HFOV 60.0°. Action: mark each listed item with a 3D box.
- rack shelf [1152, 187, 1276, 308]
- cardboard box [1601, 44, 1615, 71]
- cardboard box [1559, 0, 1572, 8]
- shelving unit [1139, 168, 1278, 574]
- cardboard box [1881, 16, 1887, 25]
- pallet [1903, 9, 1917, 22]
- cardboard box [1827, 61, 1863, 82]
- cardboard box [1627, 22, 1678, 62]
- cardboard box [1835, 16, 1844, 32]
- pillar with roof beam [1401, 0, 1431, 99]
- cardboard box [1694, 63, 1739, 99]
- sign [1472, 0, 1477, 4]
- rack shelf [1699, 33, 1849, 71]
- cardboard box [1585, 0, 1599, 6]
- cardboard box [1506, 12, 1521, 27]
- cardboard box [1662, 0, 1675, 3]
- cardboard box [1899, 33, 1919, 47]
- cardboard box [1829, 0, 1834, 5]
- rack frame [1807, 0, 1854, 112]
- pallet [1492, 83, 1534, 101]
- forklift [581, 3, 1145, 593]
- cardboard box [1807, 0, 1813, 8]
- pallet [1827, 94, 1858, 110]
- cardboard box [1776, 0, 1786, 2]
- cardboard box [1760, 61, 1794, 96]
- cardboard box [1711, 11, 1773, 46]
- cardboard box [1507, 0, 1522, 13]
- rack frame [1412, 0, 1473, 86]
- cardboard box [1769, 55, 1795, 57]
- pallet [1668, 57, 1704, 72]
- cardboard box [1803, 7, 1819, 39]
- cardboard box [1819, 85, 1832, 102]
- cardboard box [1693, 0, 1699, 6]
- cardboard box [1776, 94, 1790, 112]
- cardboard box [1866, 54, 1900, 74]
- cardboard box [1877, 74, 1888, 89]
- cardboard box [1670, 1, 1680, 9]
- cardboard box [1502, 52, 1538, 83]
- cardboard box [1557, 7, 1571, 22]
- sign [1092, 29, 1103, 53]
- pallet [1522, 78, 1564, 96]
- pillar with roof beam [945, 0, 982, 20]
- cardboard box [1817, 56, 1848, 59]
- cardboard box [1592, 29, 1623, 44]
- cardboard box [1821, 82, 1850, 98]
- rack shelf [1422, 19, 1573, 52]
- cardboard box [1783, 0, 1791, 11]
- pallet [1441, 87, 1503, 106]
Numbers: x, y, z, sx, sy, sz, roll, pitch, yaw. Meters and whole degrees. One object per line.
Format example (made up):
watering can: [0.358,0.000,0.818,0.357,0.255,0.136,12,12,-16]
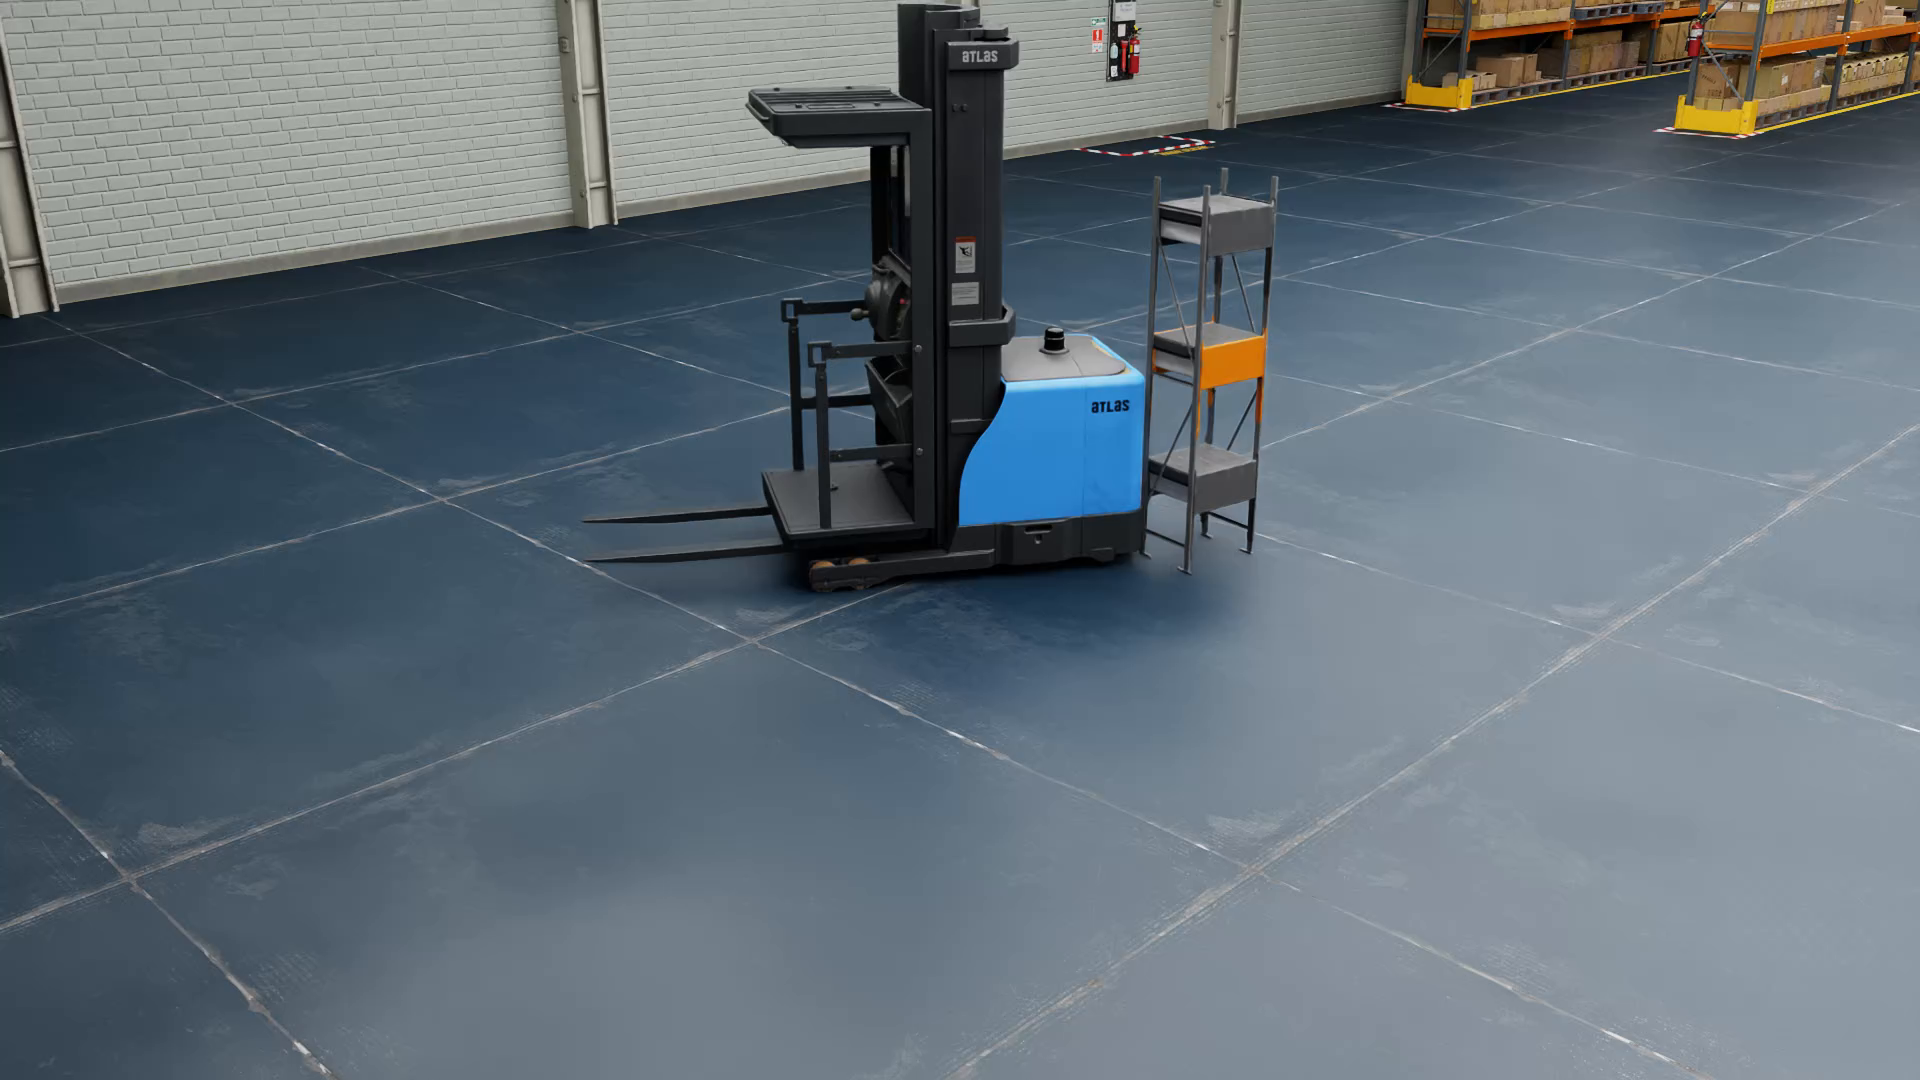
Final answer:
rack shelf: [1.330,-1.546,8.757,0.480,0.518,0.431,-15,26,-34]
cardboard box: [12.896,-9.876,33.959,0.700,0.500,0.500,19,28,40]
cardboard box: [11.231,-10.336,31.420,0.500,0.500,0.500,19,28,41]
shelving unit: [1.330,-0.905,9.003,0.503,2.100,0.431,-15,26,-34]
cardboard box: [16.832,-9.575,30.656,0.250,0.149,0.380,-18,27,-38]
pallet: [18.104,-10.137,32.034,1.213,0.211,1.003,19,28,41]
cardboard box: [15.711,-8.352,29.589,0.500,0.311,0.500,19,28,40]
cardboard box: [14.737,-10.622,35.441,0.750,0.750,0.750,19,28,40]
cardboard box: [15.203,-9.074,29.210,0.500,0.250,0.500,-18,27,-39]
pillar with roof beam: [11.502,-11.336,26.526,9.100,9.000,0.400,19,28,41]
cardboard box: [12.262,-7.453,26.986,0.500,0.500,0.500,19,28,41]
sign: [8.938,-9.485,28.865,0.100,0.325,0.005,19,28,41]
rack shelf: [13.496,-8.156,27.617,1.077,0.370,4.000,19,28,41]
cardboard box: [12.114,-10.761,32.639,0.500,0.500,0.700,-17,27,-37]
cardboard box: [9.829,-9.469,30.210,0.500,0.250,0.500,19,28,40]
cardboard box: [14.652,-11.529,34.807,0.500,0.500,0.500,-19,28,-40]
cardboard box: [18.913,-10.002,33.242,0.500,0.250,0.500,19,28,40]
cardboard box: [14.500,-9.101,28.029,0.380,0.149,0.250,18,28,39]
rack frame: [14.891,-9.006,28.826,1.000,3.000,0.127,19,28,41]
pallet: [10.045,-8.447,31.257,1.003,0.211,1.213,19,28,41]
forklift: [-0.564,-1.294,8.856,3.031,2.935,1.130,-5,22,-13]
cardboard box: [13.785,-8.837,27.342,0.250,0.149,0.380,-19,28,-40]
pallet: [15.377,-7.904,29.844,1.003,0.211,1.213,19,28,41]
cardboard box: [12.836,-8.897,26.594,0.700,0.500,0.500,18,28,39]
cardboard box: [13.321,-7.584,27.326,0.500,0.500,0.500,19,28,41]
cardboard box: [12.436,-8.142,26.437,0.700,0.500,0.500,19,28,41]
cardboard box: [9.814,-9.810,30.052,0.500,0.500,0.500,18,27,39]
rack frame: [8.549,-9.217,29.374,1.000,3.000,0.127,19,28,41]
cardboard box: [14.000,-8.098,28.663,0.500,0.500,0.500,19,28,41]
pallet: [15.585,-10.468,36.514,1.003,0.211,1.213,19,28,41]
cardboard box: [13.870,-8.672,27.817,0.500,0.500,0.700,-20,28,-41]
cardboard box: [14.724,-7.745,28.791,0.500,0.250,0.500,19,28,41]
cardboard box: [15.776,-11.655,36.039,0.250,0.149,0.380,-19,28,-40]
cardboard box: [13.330,-7.231,27.453,0.500,0.250,0.500,19,28,41]
cardboard box: [17.135,-8.877,30.956,0.500,0.311,0.500,19,28,40]
cardboard box: [16.779,-8.489,30.727,0.500,0.250,0.500,-19,28,-41]
cardboard box: [14.954,-11.302,35.120,0.250,0.149,0.380,-19,28,-40]
cardboard box: [10.644,-9.007,31.698,0.500,0.500,0.500,17,27,37]
cardboard box: [11.226,-9.987,31.558,0.500,0.250,0.500,19,28,41]
sign: [2.021,-7.346,24.456,0.001,0.329,0.234,19,28,41]
pallet: [10.896,-8.762,32.077,1.003,0.211,1.213,19,28,41]
pillar with roof beam: [3.131,-8.252,18.500,9.100,9.000,0.400,19,28,41]
cardboard box: [16.030,-8.748,30.619,0.500,0.311,0.500,19,28,40]
cardboard box: [13.222,-10.333,34.103,0.500,0.250,0.500,-20,28,-41]
cardboard box: [15.350,-7.961,29.352,0.500,0.250,0.500,18,28,39]
rack shelf: [9.944,-9.395,30.840,1.077,0.370,4.000,19,28,41]
cardboard box: [13.064,-8.571,26.650,0.380,0.149,0.250,19,28,40]
pallet: [9.194,-8.135,30.445,1.003,0.211,1.213,19,28,41]
